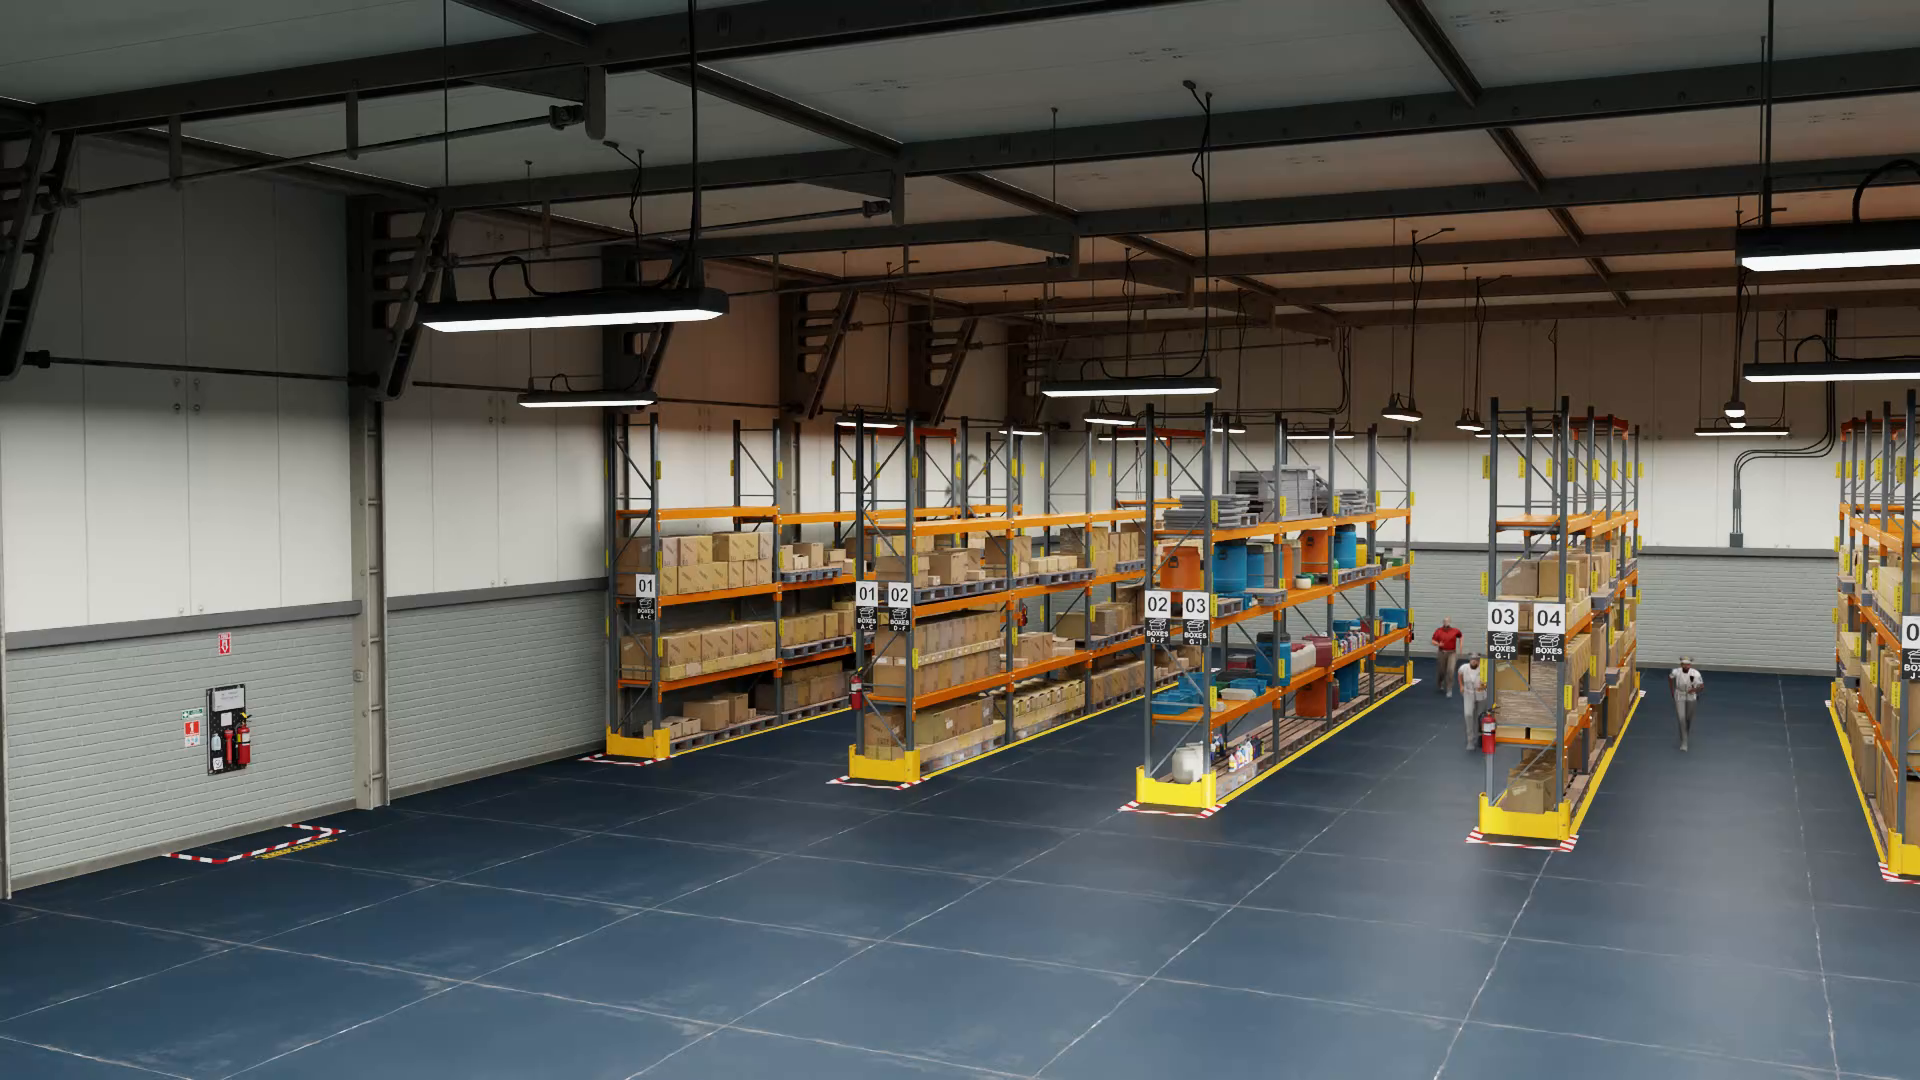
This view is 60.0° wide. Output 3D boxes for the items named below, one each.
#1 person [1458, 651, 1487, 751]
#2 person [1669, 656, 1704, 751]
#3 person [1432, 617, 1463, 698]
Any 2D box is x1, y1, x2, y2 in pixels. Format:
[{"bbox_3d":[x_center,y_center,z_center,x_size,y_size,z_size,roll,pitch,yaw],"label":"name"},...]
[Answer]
[{"bbox_3d":[9.352,2.875,30.121,0.663,1.788,1.093,1,3,21],"label":"person"},{"bbox_3d":[13.127,2.917,30.073,0.579,1.694,1.038,1,3,19],"label":"person"},{"bbox_3d":[10.852,2.591,37.039,0.672,1.746,0.982,1,3,18],"label":"person"}]
